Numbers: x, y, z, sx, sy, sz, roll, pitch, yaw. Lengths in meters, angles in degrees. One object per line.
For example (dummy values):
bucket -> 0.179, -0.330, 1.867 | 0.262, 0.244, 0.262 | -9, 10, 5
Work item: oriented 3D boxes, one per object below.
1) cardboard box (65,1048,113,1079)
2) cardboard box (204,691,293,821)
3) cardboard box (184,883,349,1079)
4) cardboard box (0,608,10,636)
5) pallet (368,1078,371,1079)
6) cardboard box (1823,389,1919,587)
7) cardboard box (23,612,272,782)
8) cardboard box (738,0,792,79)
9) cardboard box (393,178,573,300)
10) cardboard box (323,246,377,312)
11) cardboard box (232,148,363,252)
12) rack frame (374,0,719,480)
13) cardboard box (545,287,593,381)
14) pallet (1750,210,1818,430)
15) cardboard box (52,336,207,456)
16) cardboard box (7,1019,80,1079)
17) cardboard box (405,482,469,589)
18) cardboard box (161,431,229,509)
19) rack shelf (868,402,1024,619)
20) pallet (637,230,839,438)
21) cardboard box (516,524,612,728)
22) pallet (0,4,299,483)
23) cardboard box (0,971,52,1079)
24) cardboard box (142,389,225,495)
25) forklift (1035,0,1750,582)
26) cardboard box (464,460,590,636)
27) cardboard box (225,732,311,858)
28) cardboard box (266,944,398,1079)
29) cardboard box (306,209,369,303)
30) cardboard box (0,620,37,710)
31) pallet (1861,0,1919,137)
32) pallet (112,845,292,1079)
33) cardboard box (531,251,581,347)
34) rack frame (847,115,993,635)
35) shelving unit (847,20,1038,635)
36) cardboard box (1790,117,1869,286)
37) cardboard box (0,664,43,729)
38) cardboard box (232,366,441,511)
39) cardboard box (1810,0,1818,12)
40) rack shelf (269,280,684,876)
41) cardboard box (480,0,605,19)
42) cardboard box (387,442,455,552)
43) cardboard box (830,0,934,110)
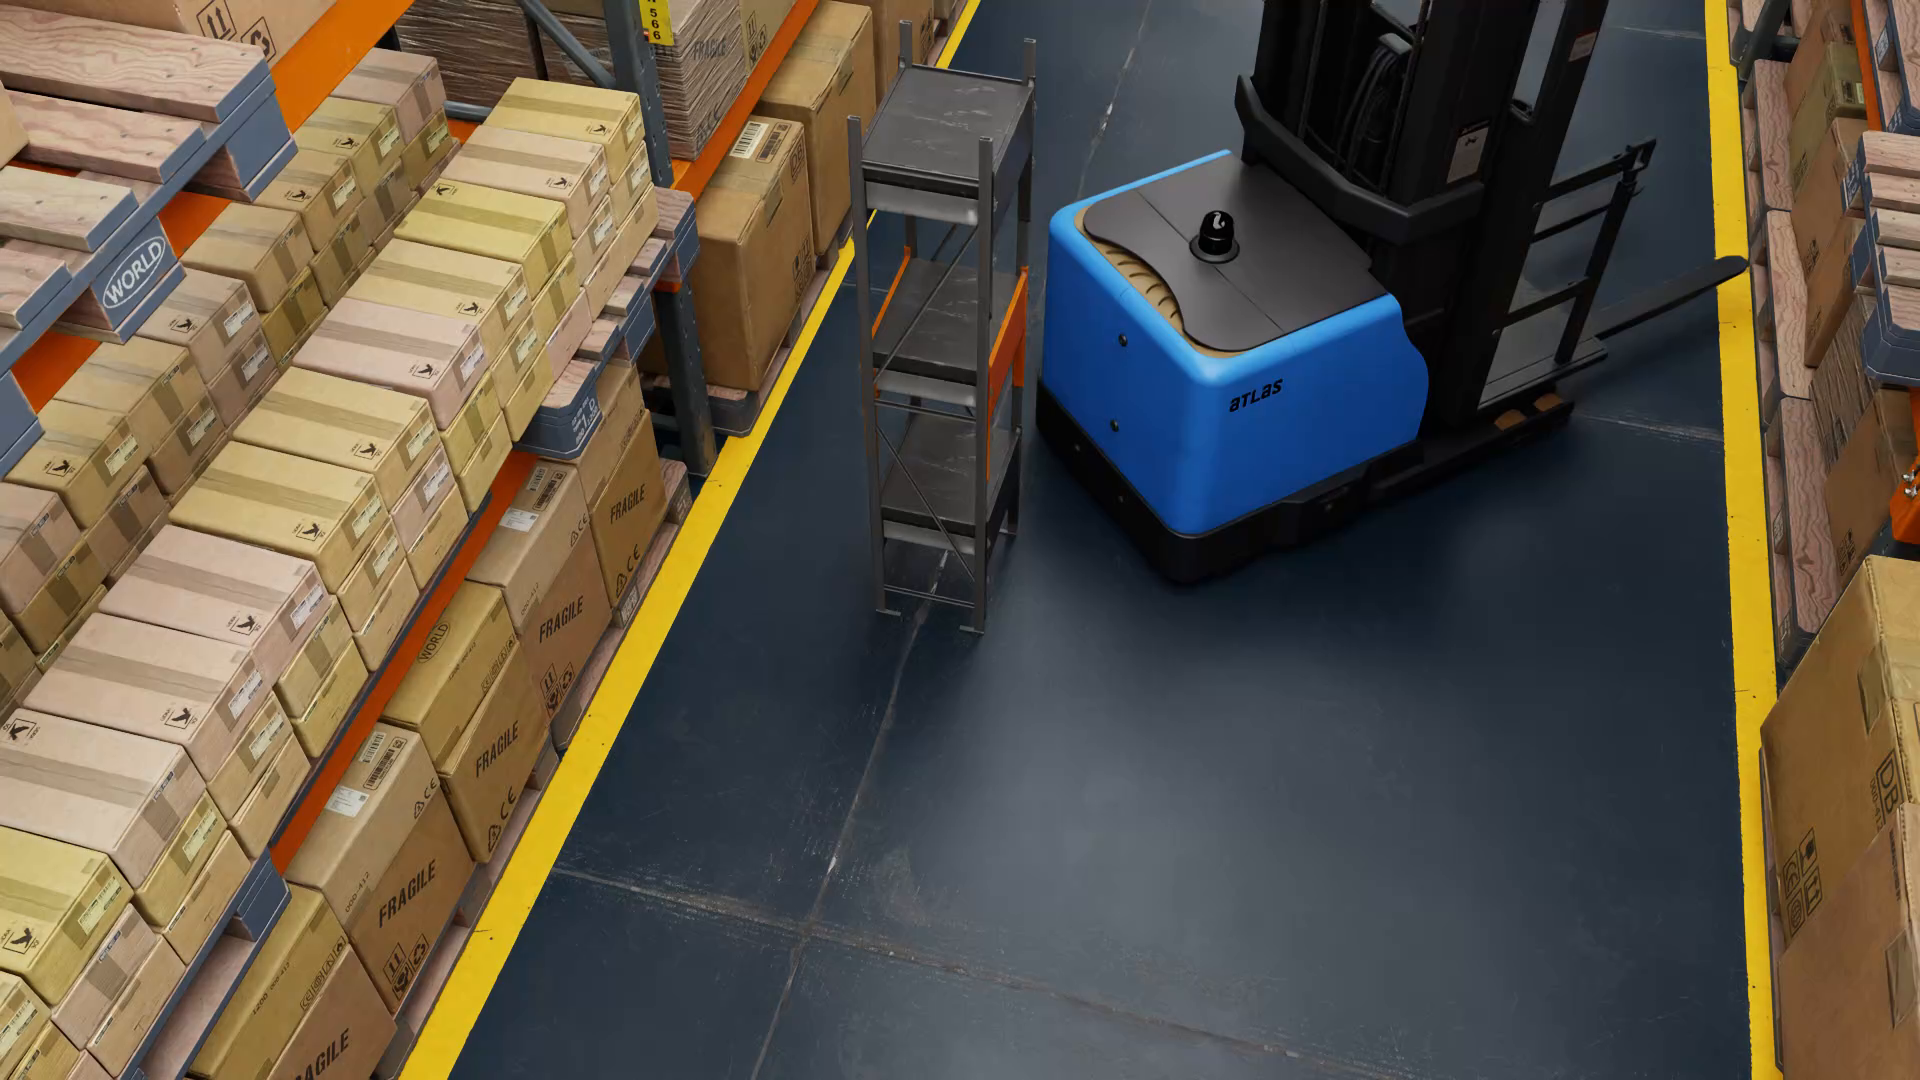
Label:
cardboard box -> -1.886, 1.071, 3.191 | 0.380, 0.149, 0.250 | 12, 50, 11
cardboard box -> -1.683, 0.416, 3.571 | 0.380, 0.149, 0.250 | 13, 50, 12
cardboard box -> -1.914, 1.095, 4.170 | 0.500, 0.250, 0.500 | 13, 50, 11
cardboard box -> -2.307, 0.193, 3.569 | 0.380, 0.149, 0.250 | 10, 49, 9
pallet -> -2.297, 1.882, 4.448 | 1.003, 0.211, 1.213 | 12, 50, 10
cardboard box -> 3.467, -0.125, 5.734 | 0.700, 0.500, 0.500 | 9, 49, 8
cardboard box -> -1.681, 0.323, 3.455 | 0.380, 0.149, 0.250 | 11, 50, 10
cardboard box -> -0.938, -2.043, 5.986 | 0.500, 0.500, 0.500 | 11, 50, 10
cardboard box -> -1.272, -0.807, 4.452 | 0.380, 0.149, 0.250 | 13, 50, 11
cardboard box -> -1.902, -0.753, 4.801 | 0.380, 0.149, 0.250 | 14, 50, 12
cardboard box -> -1.894, -0.955, 4.583 | 0.380, 0.149, 0.250 | 11, 50, 10
rack frame -> -1.448, -1.370, 5.459 | 1.000, 3.000, 0.127 | 12, 50, 10
cardboard box -> -1.269, -0.613, 4.678 | 0.380, 0.149, 0.250 | 12, 50, 11
pallet -> 3.841, -0.840, 6.851 | 1.003, 0.211, 1.213 | 12, 50, 10
cardboard box -> -2.101, -0.376, 4.072 | 0.380, 0.149, 0.250 | 13, 50, 11
cardboard box -> -1.887, 0.987, 3.068 | 0.380, 0.149, 0.250 | 11, 49, 9
cardboard box -> -1.477, -0.052, 4.183 | 0.380, 0.149, 0.250 | 13, 50, 11
cardboard box -> -2.108, -0.183, 4.298 | 0.380, 0.149, 0.250 | 12, 50, 11
rack shelf -> -0.044, -0.103, 5.892 | 0.431, 0.518, 0.480 | 12, 50, 10
pallet -> -1.168, -1.003, 6.994 | 1.003, 0.211, 1.213 | 12, 50, 10
cardboard box -> -1.509, 0.220, 5.442 | 0.500, 0.500, 0.500 | 13, 50, 12
pallet -> -1.966, -0.584, 2.889 | 1.213, 0.211, 1.003 | 12, 50, 10
cardboard box -> -1.886, 0.873, 2.969 | 0.380, 0.149, 0.250 | 13, 50, 11
cardboard box -> -2.107, -0.283, 4.188 | 0.380, 0.149, 0.250 | 11, 50, 10
forklift -> 1.836, -1.643, 5.745 | 3.031, 2.935, 1.130 | -23, 52, -19
cardboard box -> -1.498, -0.016, 5.151 | 0.500, 0.250, 0.500 | 12, 50, 11
cardboard box -> -1.683, 0.526, 3.673 | 0.380, 0.149, 0.250 | 10, 49, 8
cardboard box -> -1.913, 1.346, 4.448 | 0.500, 0.500, 0.500 | 14, 50, 12
cardboard box -> -1.905, -0.824, 4.666 | 0.380, 0.149, 0.250 | 10, 49, 9
cardboard box -> -2.313, 0.286, 3.686 | 0.380, 0.149, 0.250 | 9, 49, 8
pallet -> 3.792, -1.695, 5.873 | 1.003, 0.211, 1.213 | 12, 50, 10
pallet -> -2.159, 1.062, 3.440 | 1.003, 0.211, 1.213 | 12, 50, 10
cardboard box -> -1.274, -0.693, 4.550 | 0.380, 0.149, 0.250 | 13, 50, 11
rack frame -> -0.108, -0.399, 5.201 | 0.400, 2.100, 0.015 | 12, 50, 10
shelving unit -> -0.044, -0.575, 5.357 | 0.431, 2.100, 0.503 | 12, 50, 10
cardboard box -> 3.890, -1.344, 6.809 | 0.700, 0.500, 0.500 | 8, 49, 7
cardboard box -> -2.318, 0.389, 3.793 | 0.380, 0.149, 0.250 | 10, 49, 8
cardboard box -> -1.477, -0.243, 3.955 | 0.380, 0.149, 0.250 | 14, 50, 12
cardboard box -> 4.507, -2.805, 8.112 | 0.500, 0.500, 0.500 | 10, 49, 9
rack shelf -> -1.974, 0.314, 4.452 | 1.077, 0.370, 4.000 | 12, 50, 10
cardboard box -> -1.320, -2.057, 5.331 | 0.700, 0.500, 0.500 | 11, 50, 10
cardboard box -> -1.476, -0.144, 4.065 | 0.380, 0.149, 0.250 | 13, 50, 11
cardboard box -> -0.729, -2.494, 7.671 | 1.050, 0.750, 0.750 | 12, 50, 10
